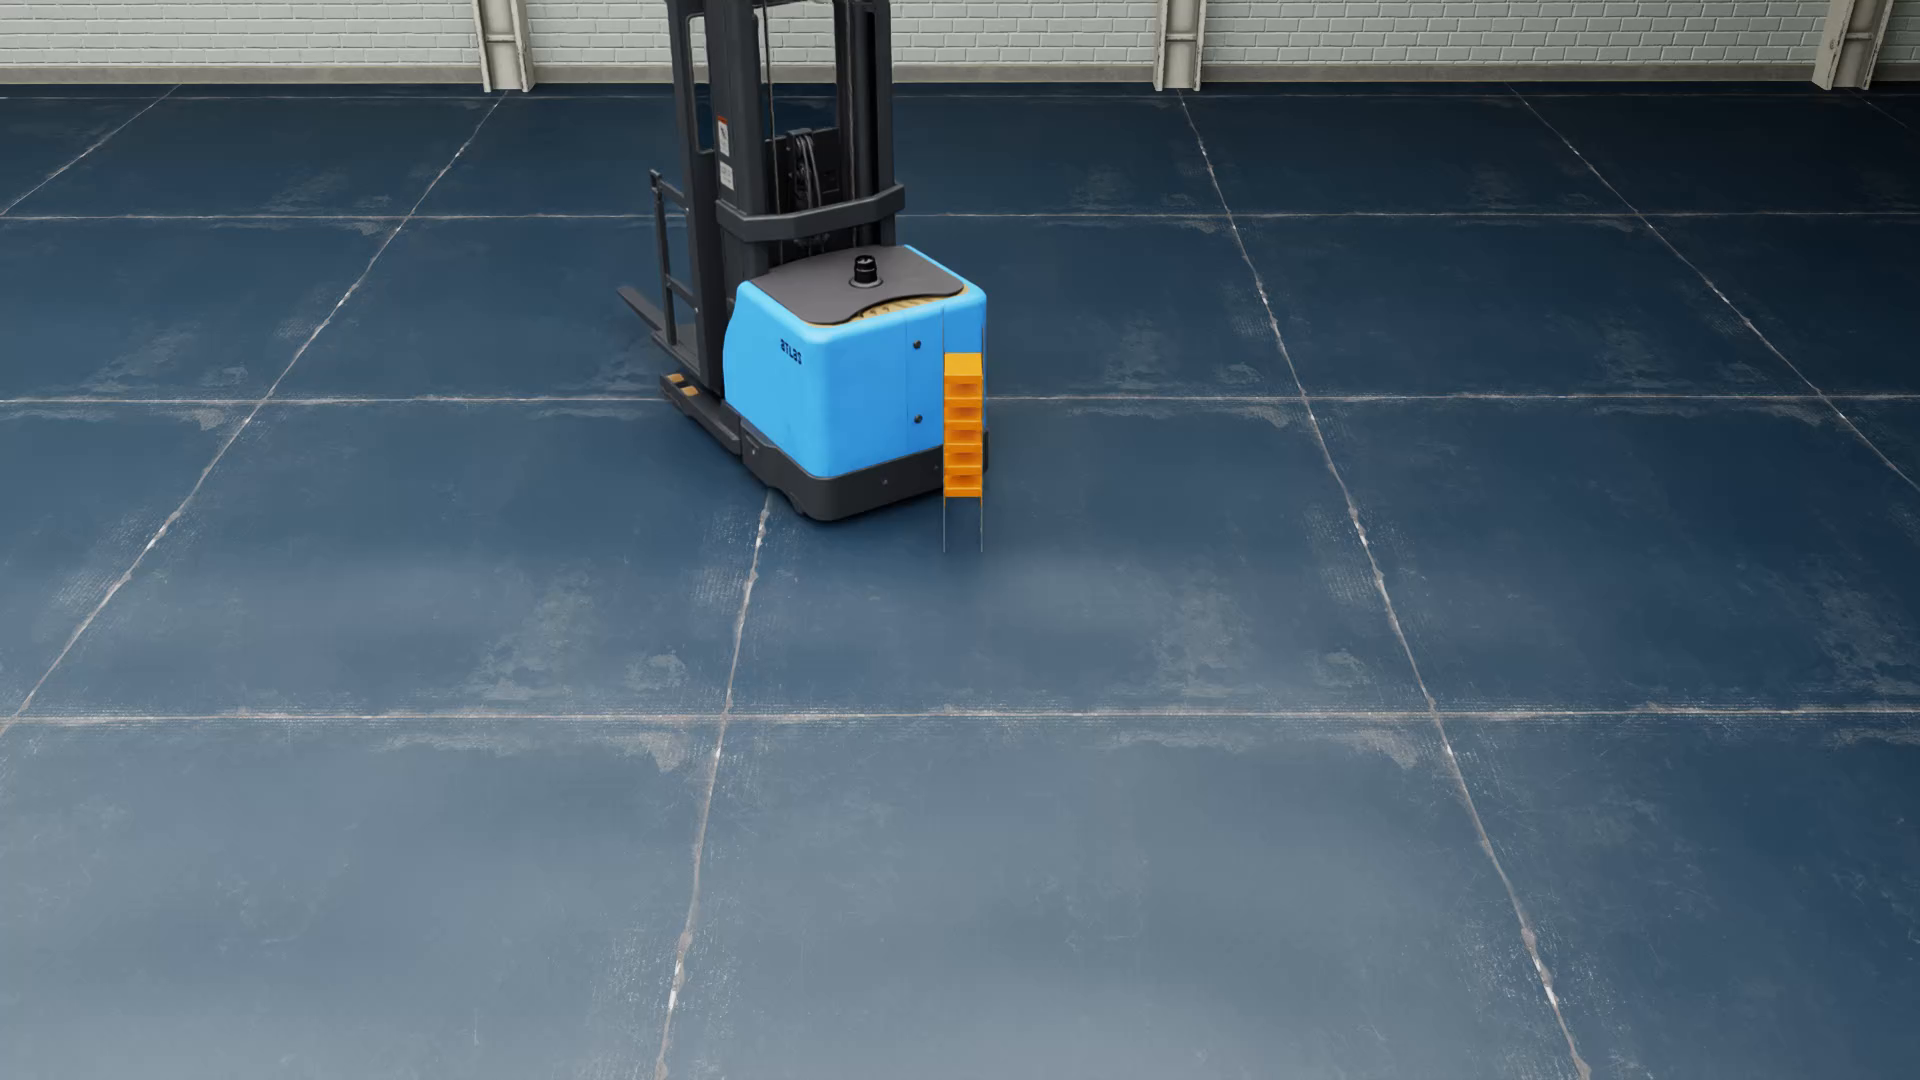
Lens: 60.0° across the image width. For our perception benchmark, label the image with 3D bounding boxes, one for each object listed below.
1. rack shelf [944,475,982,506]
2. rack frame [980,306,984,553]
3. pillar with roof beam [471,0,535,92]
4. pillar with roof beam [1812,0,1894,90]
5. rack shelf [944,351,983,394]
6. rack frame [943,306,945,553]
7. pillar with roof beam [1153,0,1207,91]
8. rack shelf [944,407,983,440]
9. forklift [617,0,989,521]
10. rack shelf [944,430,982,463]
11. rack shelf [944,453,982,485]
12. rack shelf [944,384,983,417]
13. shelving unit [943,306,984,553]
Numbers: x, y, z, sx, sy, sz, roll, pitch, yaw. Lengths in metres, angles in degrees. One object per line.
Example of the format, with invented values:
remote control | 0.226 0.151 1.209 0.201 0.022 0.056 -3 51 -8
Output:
rack shelf | 0.014 -0.270 8.086 0.180 0.103 0.258 0 31 0
rack frame | 0.106 -0.513 7.939 0.006 1.200 0.240 0 31 0
pillar with roof beam | -4.023 -5.694 8.960 0.400 9.000 9.100 0 31 0
pillar with roof beam | 7.977 -5.732 9.021 0.400 9.000 9.100 0 31 0
rack shelf | 0.014 -0.783 7.775 0.180 0.103 0.258 0 31 0
rack frame | -0.077 -0.513 7.938 0.006 1.200 0.240 0 31 0
pillar with roof beam | 1.977 -5.713 8.990 0.400 9.000 9.100 0 31 0
rack shelf | 0.014 -0.578 7.900 0.180 0.103 0.258 0 31 0
forklift | -1.063 -2.074 8.842 1.130 2.935 3.031 -18 36 -27
rack shelf | 0.014 -0.475 7.962 0.180 0.103 0.258 0 31 0
rack shelf | 0.014 -0.372 8.024 0.180 0.103 0.258 0 31 0
rack shelf | 0.014 -0.680 7.837 0.180 0.103 0.258 0 31 0
shelving unit | 0.014 -0.513 7.939 0.189 1.200 0.258 0 31 0
